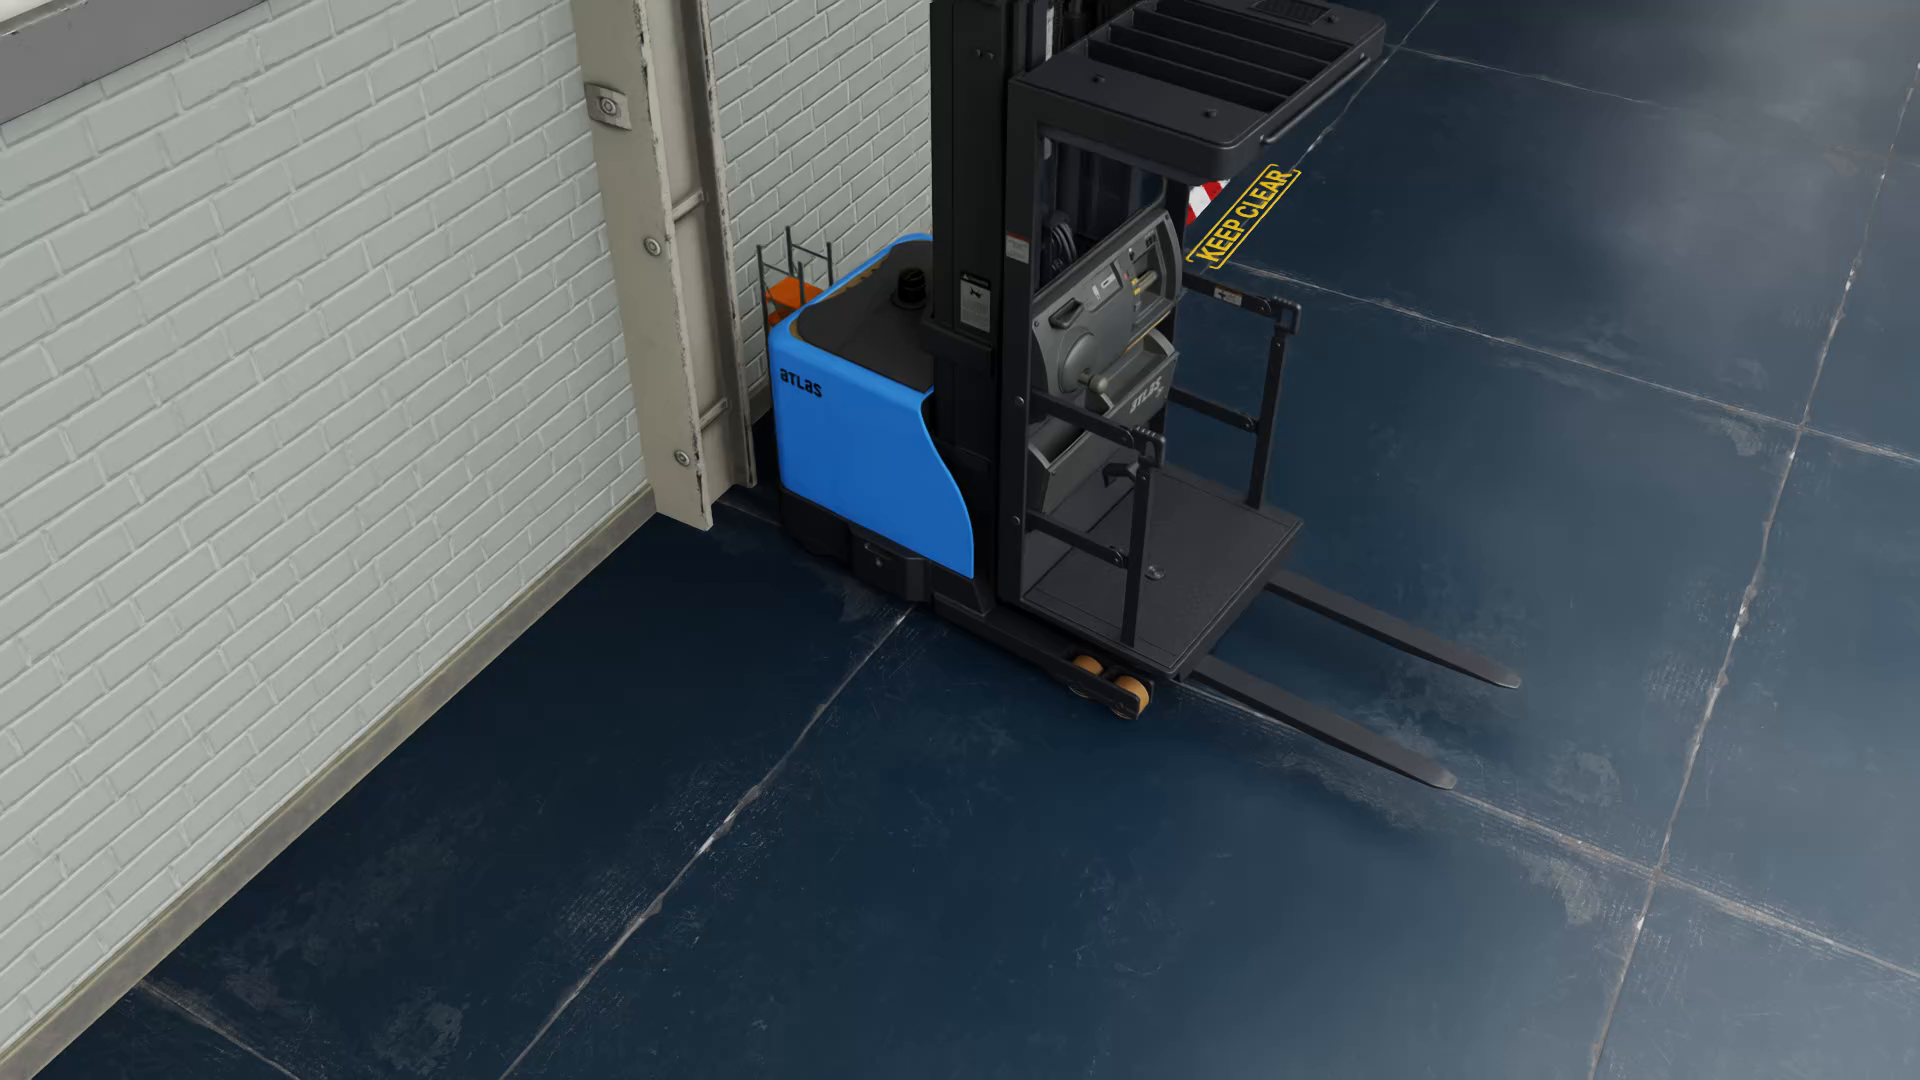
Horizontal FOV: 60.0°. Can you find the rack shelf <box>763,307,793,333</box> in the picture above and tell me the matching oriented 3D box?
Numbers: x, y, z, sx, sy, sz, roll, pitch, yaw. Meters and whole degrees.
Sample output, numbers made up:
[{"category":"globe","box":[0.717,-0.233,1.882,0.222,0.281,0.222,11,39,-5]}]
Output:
[{"category":"rack shelf","box":[-0.680,-0.909,7.078,0.258,0.103,0.180,25,47,26]}]

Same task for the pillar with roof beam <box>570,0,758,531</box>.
[{"category":"pillar with roof beam","box":[2.580,-2.155,2.888,9.100,9.000,0.400,21,45,22]}]

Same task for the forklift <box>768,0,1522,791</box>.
[{"category":"forklift","box":[0.713,-0.808,5.950,3.031,2.935,1.130,25,47,26]}]

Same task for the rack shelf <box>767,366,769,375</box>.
[{"category":"rack shelf","box":[-0.680,-0.728,7.236,0.258,0.103,0.180,25,47,26]}]

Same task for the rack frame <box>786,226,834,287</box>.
[{"category":"rack frame","box":[-0.626,-0.811,7.263,0.240,1.200,0.006,25,47,26]}]

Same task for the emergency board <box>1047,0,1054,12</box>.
[{"category":"emergency board","box":[0.566,-3.360,8.796,0.157,1.169,0.626,21,45,22]}]

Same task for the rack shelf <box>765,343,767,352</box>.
[{"category":"rack shelf","box":[-0.680,-0.819,7.157,0.258,0.103,0.180,25,47,26]}]

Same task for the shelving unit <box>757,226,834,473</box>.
[{"category":"shelving unit","box":[-0.680,-0.762,7.207,0.258,1.200,0.189,25,47,26]}]

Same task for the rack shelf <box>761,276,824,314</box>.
[{"category":"rack shelf","box":[-0.680,-0.999,6.999,0.258,0.103,0.180,25,47,26]}]

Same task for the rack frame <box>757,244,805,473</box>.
[{"category":"rack frame","box":[-0.733,-0.713,7.151,0.240,1.200,0.006,25,47,26]}]
